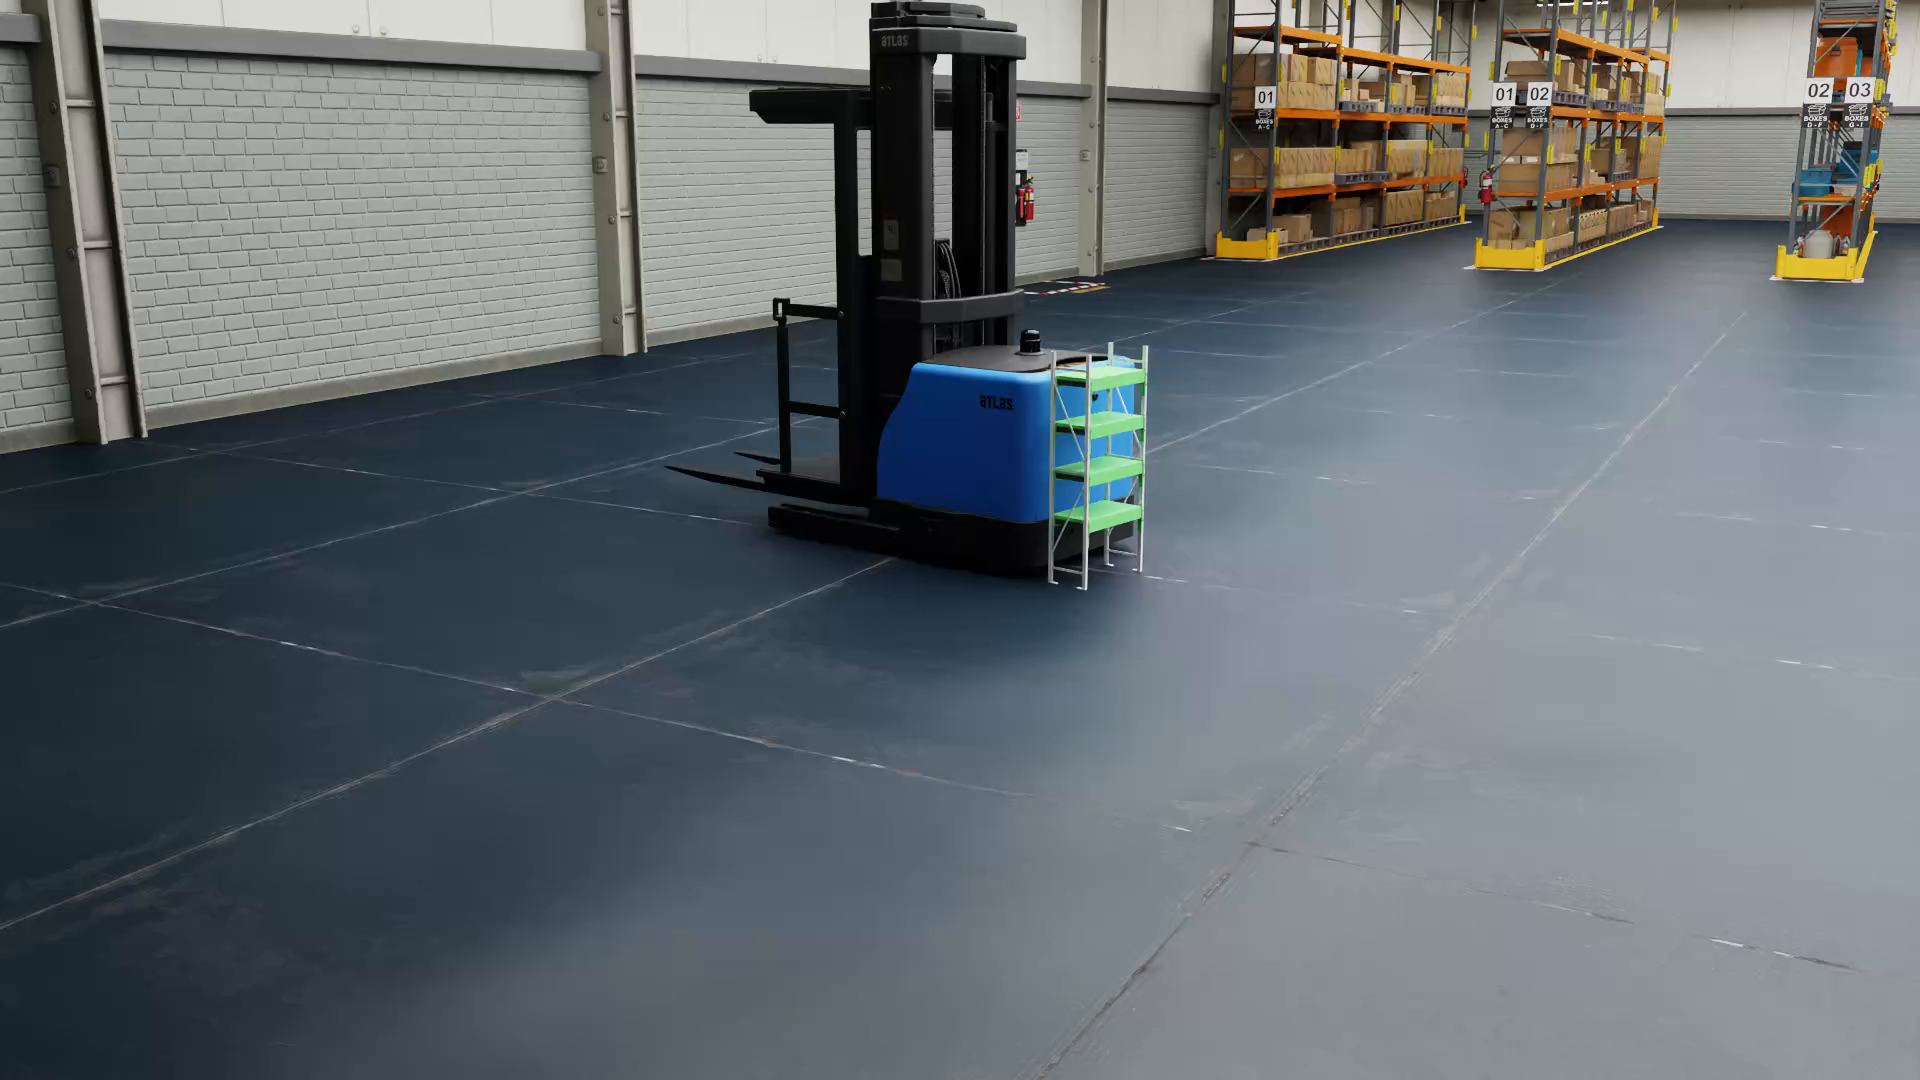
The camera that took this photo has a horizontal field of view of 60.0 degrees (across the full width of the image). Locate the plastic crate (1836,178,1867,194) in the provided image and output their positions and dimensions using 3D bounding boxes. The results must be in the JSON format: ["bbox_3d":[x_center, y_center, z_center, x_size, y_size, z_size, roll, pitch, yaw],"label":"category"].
[{"bbox_3d":[15.826,-6.286,29.526,0.499,0.251,0.616,7,15,28],"label":"plastic crate"}]

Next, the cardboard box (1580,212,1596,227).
[{"bbox_3d":[12.949,-6.691,34.660,0.500,0.311,0.500,8,16,30],"label":"cardboard box"}]

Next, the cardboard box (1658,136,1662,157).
[{"bbox_3d":[17.616,-10.053,42.484,0.500,0.500,0.500,7,15,28],"label":"cardboard box"}]

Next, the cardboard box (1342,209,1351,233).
[{"bbox_3d":[8.280,-7.102,36.988,0.700,0.500,0.500,8,15,29],"label":"cardboard box"}]

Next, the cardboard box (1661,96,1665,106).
[{"bbox_3d":[17.565,-11.135,42.172,0.500,0.250,0.500,7,15,28],"label":"cardboard box"}]

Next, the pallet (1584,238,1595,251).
[{"bbox_3d":[12.700,-6.230,34.924,1.003,0.211,1.213,7,15,28],"label":"pallet"}]

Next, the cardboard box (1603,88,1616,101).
[{"bbox_3d":[13.904,-9.599,36.337,0.910,0.500,0.500,7,15,28],"label":"cardboard box"}]

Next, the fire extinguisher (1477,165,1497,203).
[{"bbox_3d":[9.392,-6.349,29.632,0.296,0.674,0.183,7,15,28],"label":"fire extinguisher"}]

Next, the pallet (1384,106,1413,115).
[{"bbox_3d":[10.187,-10.294,39.835,1.003,0.211,1.213,8,16,31],"label":"pallet"}]

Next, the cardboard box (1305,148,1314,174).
[{"bbox_3d":[6.753,-7.596,33.320,0.500,0.500,0.500,8,16,30],"label":"cardboard box"}]

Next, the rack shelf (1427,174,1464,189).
[{"bbox_3d":[12.285,-9.441,43.829,1.077,0.370,4.000,7,15,28],"label":"rack shelf"}]

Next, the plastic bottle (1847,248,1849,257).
[{"bbox_3d":[15.601,-5.097,29.308,0.097,0.201,0.097,0,14,0],"label":"plastic bottle"}]

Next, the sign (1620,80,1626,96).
[{"bbox_3d":[14.205,-9.683,35.624,0.100,0.325,0.005,7,15,28],"label":"sign"}]

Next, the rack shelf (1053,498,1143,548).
[{"bbox_3d":[0.711,-0.093,8.656,0.258,0.148,0.480,11,18,39],"label":"rack shelf"}]

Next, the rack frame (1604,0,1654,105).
[{"bbox_3d":[15.656,-11.736,39.014,1.000,3.000,0.127,7,15,28],"label":"rack frame"}]

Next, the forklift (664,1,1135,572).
[{"bbox_3d":[-0.490,-1.518,9.575,3.031,2.935,1.130,11,17,38],"label":"forklift"}]

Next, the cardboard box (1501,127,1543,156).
[{"bbox_3d":[10.118,-7.142,29.778,0.700,0.500,0.500,7,15,28],"label":"cardboard box"}]

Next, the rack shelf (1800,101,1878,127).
[{"bbox_3d":[15.157,-7.315,28.609,1.077,0.370,4.000,7,15,28],"label":"rack shelf"}]

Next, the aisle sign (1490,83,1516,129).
[{"bbox_3d":[9.567,-7.641,29.283,0.394,0.787,0.004,7,15,28],"label":"aisle sign"}]

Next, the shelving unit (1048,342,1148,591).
[{"bbox_3d":[0.711,-0.388,8.585,0.258,1.200,0.503,11,18,39],"label":"shelving unit"}]

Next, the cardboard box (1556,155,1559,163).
[{"bbox_3d":[10.854,-7.042,30.747,0.380,0.149,0.250,7,15,27],"label":"cardboard box"}]

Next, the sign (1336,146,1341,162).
[{"bbox_3d":[7.930,-8.100,34.884,0.100,0.325,0.005,7,15,28],"label":"sign"}]

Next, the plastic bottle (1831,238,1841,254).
[{"bbox_3d":[15.830,-5.314,30.047,0.152,0.276,0.135,7,15,28],"label":"plastic bottle"}]

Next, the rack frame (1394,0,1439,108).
[{"bbox_3d":[11.318,-12.297,41.339,1.000,3.000,0.127,7,15,28],"label":"rack frame"}]

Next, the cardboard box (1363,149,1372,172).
[{"bbox_3d":[8.920,-8.607,37.682,0.700,0.500,0.500,6,15,23],"label":"cardboard box"}]

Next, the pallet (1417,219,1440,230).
[{"bbox_3d":[11.754,-8.172,42.979,1.003,0.211,1.213,7,15,28],"label":"pallet"}]

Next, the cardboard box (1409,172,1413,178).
[{"bbox_3d":[10.884,-8.960,40.794,0.380,0.149,0.250,7,15,28],"label":"cardboard box"}]

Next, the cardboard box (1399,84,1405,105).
[{"bbox_3d":[10.286,-10.716,40.030,0.700,0.500,0.500,7,15,28],"label":"cardboard box"}]

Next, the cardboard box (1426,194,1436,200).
[{"bbox_3d":[12.095,-8.876,43.004,0.380,0.149,0.250,8,16,30],"label":"cardboard box"}]

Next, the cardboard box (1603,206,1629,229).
[{"bbox_3d":[15.180,-7.481,38.561,0.500,0.500,0.500,8,16,29],"label":"cardboard box"}]

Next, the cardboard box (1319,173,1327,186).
[{"bbox_3d":[7.239,-7.443,34.284,0.500,0.250,0.500,7,15,28],"label":"cardboard box"}]

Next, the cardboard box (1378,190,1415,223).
[{"bbox_3d":[10.691,-8.209,40.873,0.750,0.750,0.750,8,16,30],"label":"cardboard box"}]

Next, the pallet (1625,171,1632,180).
[{"bbox_3d":[15.175,-8.575,39.111,1.003,0.211,1.213,7,15,28],"label":"pallet"}]

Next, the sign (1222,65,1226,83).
[{"bbox_3d":[5.041,-8.874,31.653,0.100,0.325,0.005,7,15,28],"label":"sign"}]

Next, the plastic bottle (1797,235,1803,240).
[{"bbox_3d":[14.983,-5.260,29.665,0.144,0.351,0.185,8,16,30],"label":"plastic bottle"}]

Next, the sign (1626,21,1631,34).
[{"bbox_3d":[17.115,-13.111,42.555,0.100,0.325,0.005,7,15,28],"label":"sign"}]

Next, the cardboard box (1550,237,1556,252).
[{"bbox_3d":[10.790,-5.516,30.983,0.500,0.250,0.500,7,15,28],"label":"cardboard box"}]

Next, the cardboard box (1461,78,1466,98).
[{"bbox_3d":[13.137,-12.022,44.212,0.500,0.500,0.500,7,15,28],"label":"cardboard box"}]

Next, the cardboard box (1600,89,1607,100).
[{"bbox_3d":[13.315,-9.380,35.063,0.500,0.250,0.500,8,16,30],"label":"cardboard box"}]

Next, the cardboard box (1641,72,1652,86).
[{"bbox_3d":[16.224,-11.003,40.028,0.700,0.500,0.500,7,15,28],"label":"cardboard box"}]

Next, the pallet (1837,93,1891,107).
[{"bbox_3d":[15.860,-7.824,29.589,1.213,0.211,1.003,7,15,28],"label":"pallet"}]

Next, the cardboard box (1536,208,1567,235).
[{"bbox_3d":[11.266,-6.086,31.750,0.500,0.500,0.500,7,15,28],"label":"cardboard box"}]

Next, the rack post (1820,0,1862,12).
[{"bbox_3d":[15.099,-9.077,28.144,0.937,0.300,0.954,7,15,27],"label":"rack post"}]

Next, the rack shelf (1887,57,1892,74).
[{"bbox_3d":[20.958,-11.040,38.516,1.077,0.370,4.000,7,15,28],"label":"rack shelf"}]

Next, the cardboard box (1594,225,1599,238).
[{"bbox_3d":[13.190,-6.522,35.157,0.500,0.250,0.500,8,16,29],"label":"cardboard box"}]

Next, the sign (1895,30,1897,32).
[{"bbox_3d":[20.471,-11.010,36.448,0.100,0.325,0.005,7,15,28],"label":"sign"}]

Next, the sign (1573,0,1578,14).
[{"bbox_3d":[13.243,-11.468,35.738,0.100,0.325,0.005,7,15,28],"label":"sign"}]

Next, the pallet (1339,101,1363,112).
[{"bbox_3d":[7.843,-9.220,35.380,1.213,0.211,1.003,7,15,28],"label":"pallet"}]

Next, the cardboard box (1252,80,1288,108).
[{"bbox_3d":[5.898,-8.475,31.632,0.500,0.500,0.500,8,16,30],"label":"cardboard box"}]

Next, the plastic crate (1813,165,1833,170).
[{"bbox_3d":[16.090,-6.782,31.127,0.402,0.464,0.583,7,15,28],"label":"plastic crate"}]

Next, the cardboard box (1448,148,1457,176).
[{"bbox_3d":[12.672,-10.090,44.348,0.980,0.700,0.700,7,15,28],"label":"cardboard box"}]

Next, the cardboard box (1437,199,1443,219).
[{"bbox_3d":[12.265,-8.719,43.736,0.700,0.500,0.500,8,16,29],"label":"cardboard box"}]

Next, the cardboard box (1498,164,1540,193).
[{"bbox_3d":[10.092,-6.501,29.885,0.700,0.500,0.500,7,15,28],"label":"cardboard box"}]

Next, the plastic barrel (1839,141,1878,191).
[{"bbox_3d":[16.575,-6.905,30.706,0.600,0.901,0.708,7,15,28],"label":"plastic barrel"}]

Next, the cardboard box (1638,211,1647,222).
[{"bbox_3d":[17.057,-8.187,42.019,0.500,0.250,0.500,7,15,28],"label":"cardboard box"}]

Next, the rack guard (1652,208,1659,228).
[{"bbox_3d":[17.553,-8.410,43.350,1.175,0.500,0.348,7,15,28],"label":"rack guard"}]

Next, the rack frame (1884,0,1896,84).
[{"bbox_3d":[19.991,-11.174,36.683,1.000,3.000,0.127,7,15,28],"label":"rack frame"}]

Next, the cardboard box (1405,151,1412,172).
[{"bbox_3d":[10.591,-9.149,40.192,0.500,0.500,0.500,8,16,30],"label":"cardboard box"}]
